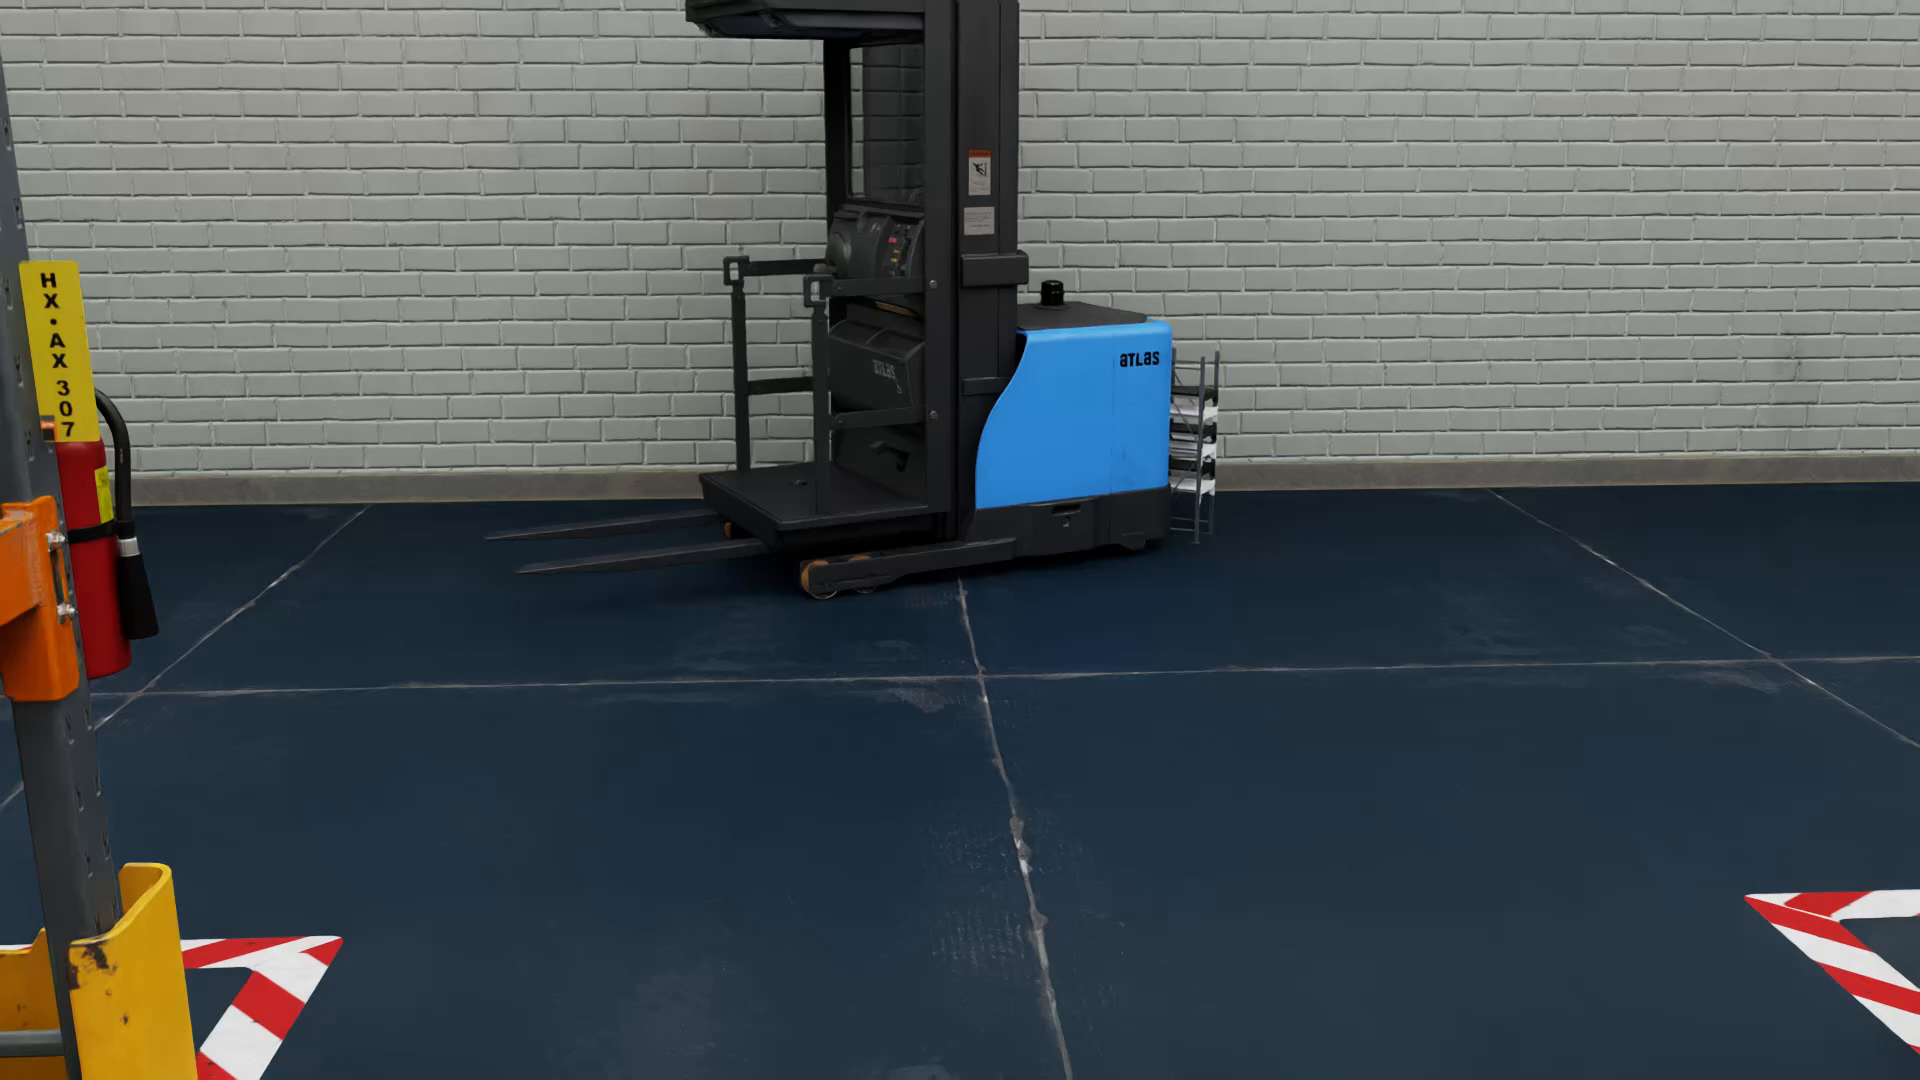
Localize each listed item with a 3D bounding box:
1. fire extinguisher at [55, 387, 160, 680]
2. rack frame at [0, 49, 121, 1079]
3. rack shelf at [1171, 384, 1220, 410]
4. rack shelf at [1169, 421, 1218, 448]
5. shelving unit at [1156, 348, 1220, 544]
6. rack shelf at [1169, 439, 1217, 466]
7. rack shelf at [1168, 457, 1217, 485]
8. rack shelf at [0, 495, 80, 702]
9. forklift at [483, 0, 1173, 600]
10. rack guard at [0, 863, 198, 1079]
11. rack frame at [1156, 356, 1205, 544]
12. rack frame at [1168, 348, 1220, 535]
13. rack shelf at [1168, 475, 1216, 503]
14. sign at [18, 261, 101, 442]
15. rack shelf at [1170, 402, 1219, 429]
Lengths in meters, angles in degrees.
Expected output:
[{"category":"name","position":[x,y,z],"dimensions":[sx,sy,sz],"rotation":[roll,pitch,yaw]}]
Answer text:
[{"category":"fire extinguisher","position":[-1.722,-0.072,3.191],"dimensions":[0.296,0.674,0.183],"rotation":[-1,14,-3]},{"category":"rack frame","position":[-2.163,-0.246,2.962],"dimensions":[0.949,2.616,0.053],"rotation":[-1,14,-3]},{"category":"rack shelf","position":[1.081,-0.683,7.925],"dimensions":[0.258,0.077,0.200],"rotation":[7,16,26]},{"category":"rack shelf","position":[1.081,-0.509,7.970],"dimensions":[0.258,0.077,0.200],"rotation":[7,16,26]},{"category":"shelving unit","position":[1.081,-0.454,7.984],"dimensions":[0.258,0.900,0.210],"rotation":[7,16,26]},{"category":"rack shelf","position":[1.081,-0.422,7.993],"dimensions":[0.258,0.077,0.200],"rotation":[7,16,26]},{"category":"rack shelf","position":[1.081,-0.334,8.015],"dimensions":[0.258,0.077,0.200],"rotation":[7,16,26]},{"category":"rack shelf","position":[-2.042,0.600,1.118],"dimensions":[1.077,0.370,4.000],"rotation":[-1,14,-3]},{"category":"forklift","position":[-0.563,-1.317,7.261],"dimensions":[3.031,2.935,1.130],"rotation":[-7,16,-26]},{"category":"rack guard","position":[-2.181,0.959,3.296],"dimensions":[1.175,0.500,0.348],"rotation":[-1,14,-3]},{"category":"rack frame","position":[1.034,-0.431,7.897],"dimensions":[0.240,0.900,0.006],"rotation":[7,16,26]},{"category":"rack frame","position":[1.128,-0.476,8.072],"dimensions":[0.240,0.900,0.006],"rotation":[7,16,26]},{"category":"rack shelf","position":[1.081,-0.247,8.037],"dimensions":[0.258,0.077,0.200],"rotation":[7,16,26]},{"category":"sign","position":[-1.618,-0.337,2.990],"dimensions":[0.100,0.325,0.005],"rotation":[-1,14,-3]},{"category":"rack shelf","position":[1.081,-0.596,7.948],"dimensions":[0.258,0.077,0.200],"rotation":[7,16,26]}]
